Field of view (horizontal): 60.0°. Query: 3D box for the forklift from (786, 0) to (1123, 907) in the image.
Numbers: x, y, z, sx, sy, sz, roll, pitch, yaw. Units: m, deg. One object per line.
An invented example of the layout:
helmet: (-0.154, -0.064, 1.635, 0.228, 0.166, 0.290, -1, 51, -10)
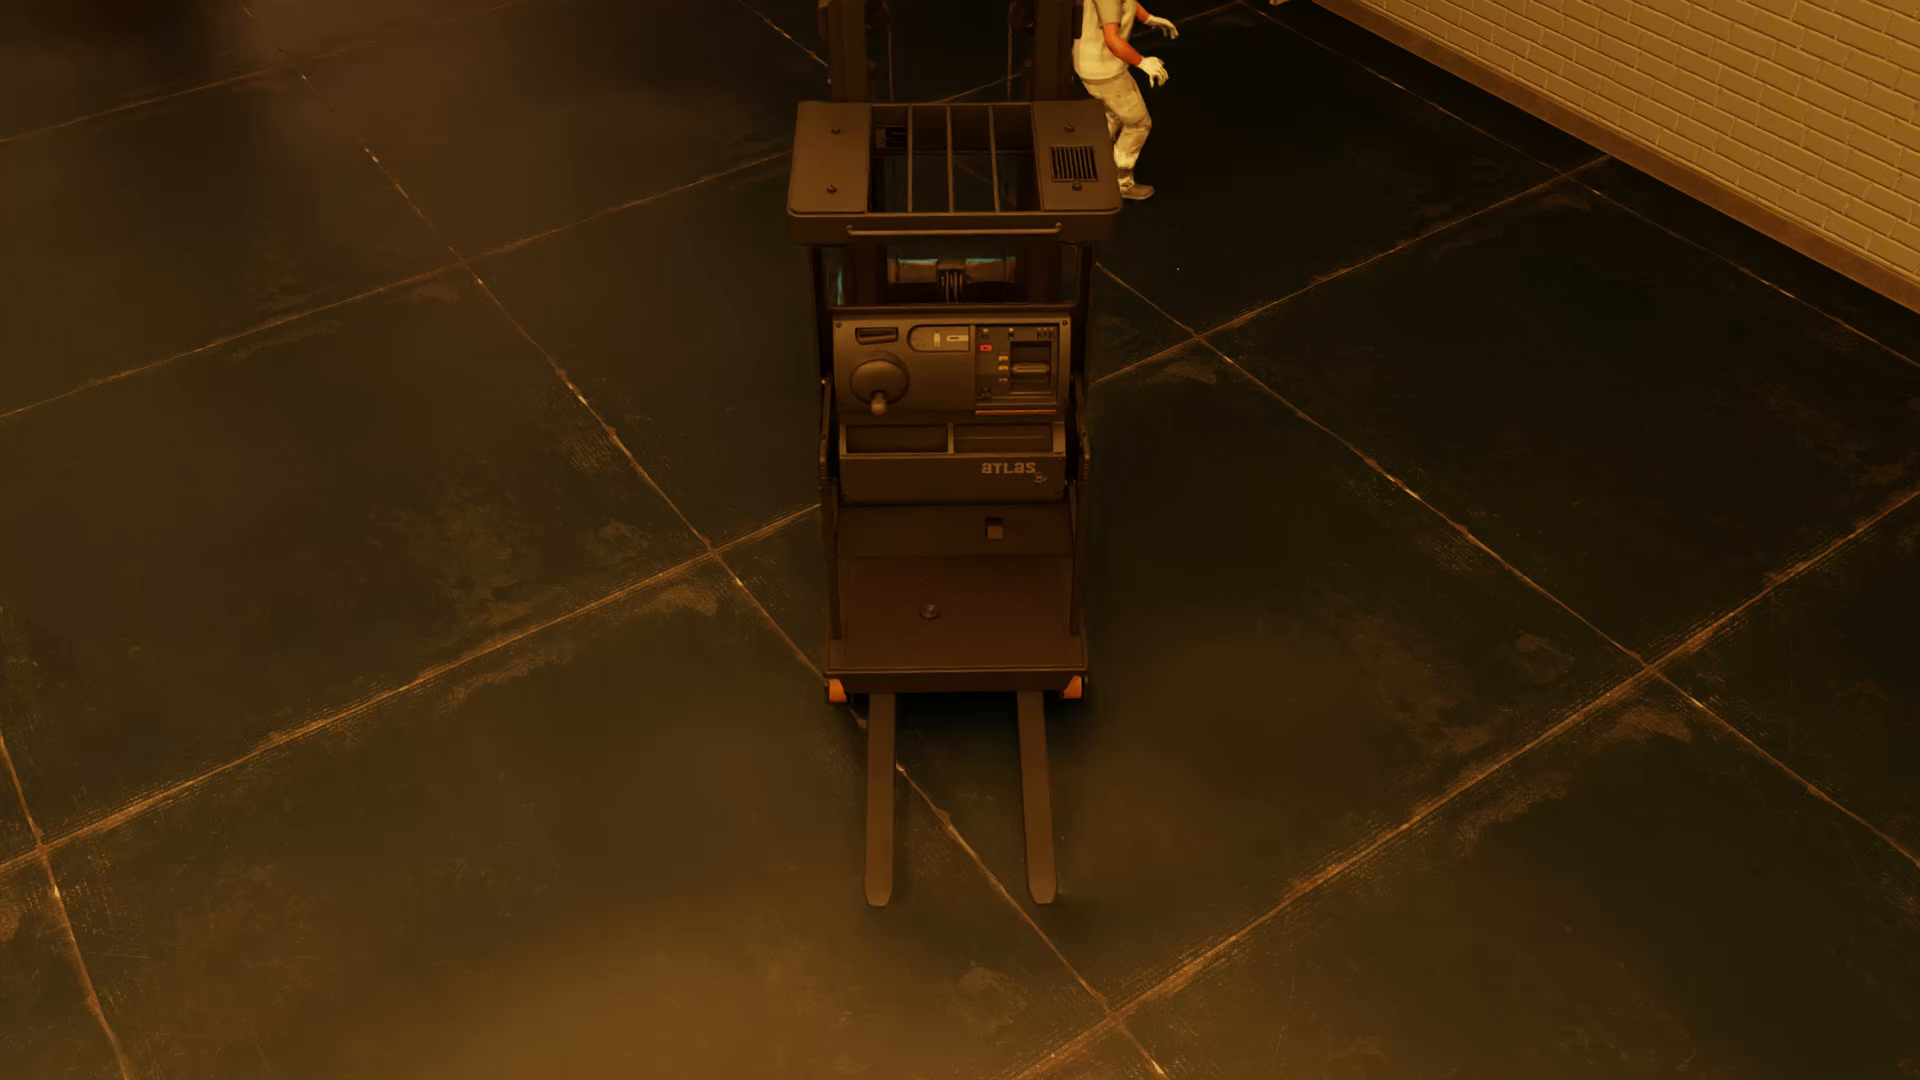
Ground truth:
forklift: (-0.025, -0.602, 6.369, 1.130, 2.935, 3.031, -1, 43, -1)

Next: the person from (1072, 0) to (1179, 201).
person: (0.985, -2.755, 9.633, 0.675, 1.722, 0.784, -4, 43, -5)
